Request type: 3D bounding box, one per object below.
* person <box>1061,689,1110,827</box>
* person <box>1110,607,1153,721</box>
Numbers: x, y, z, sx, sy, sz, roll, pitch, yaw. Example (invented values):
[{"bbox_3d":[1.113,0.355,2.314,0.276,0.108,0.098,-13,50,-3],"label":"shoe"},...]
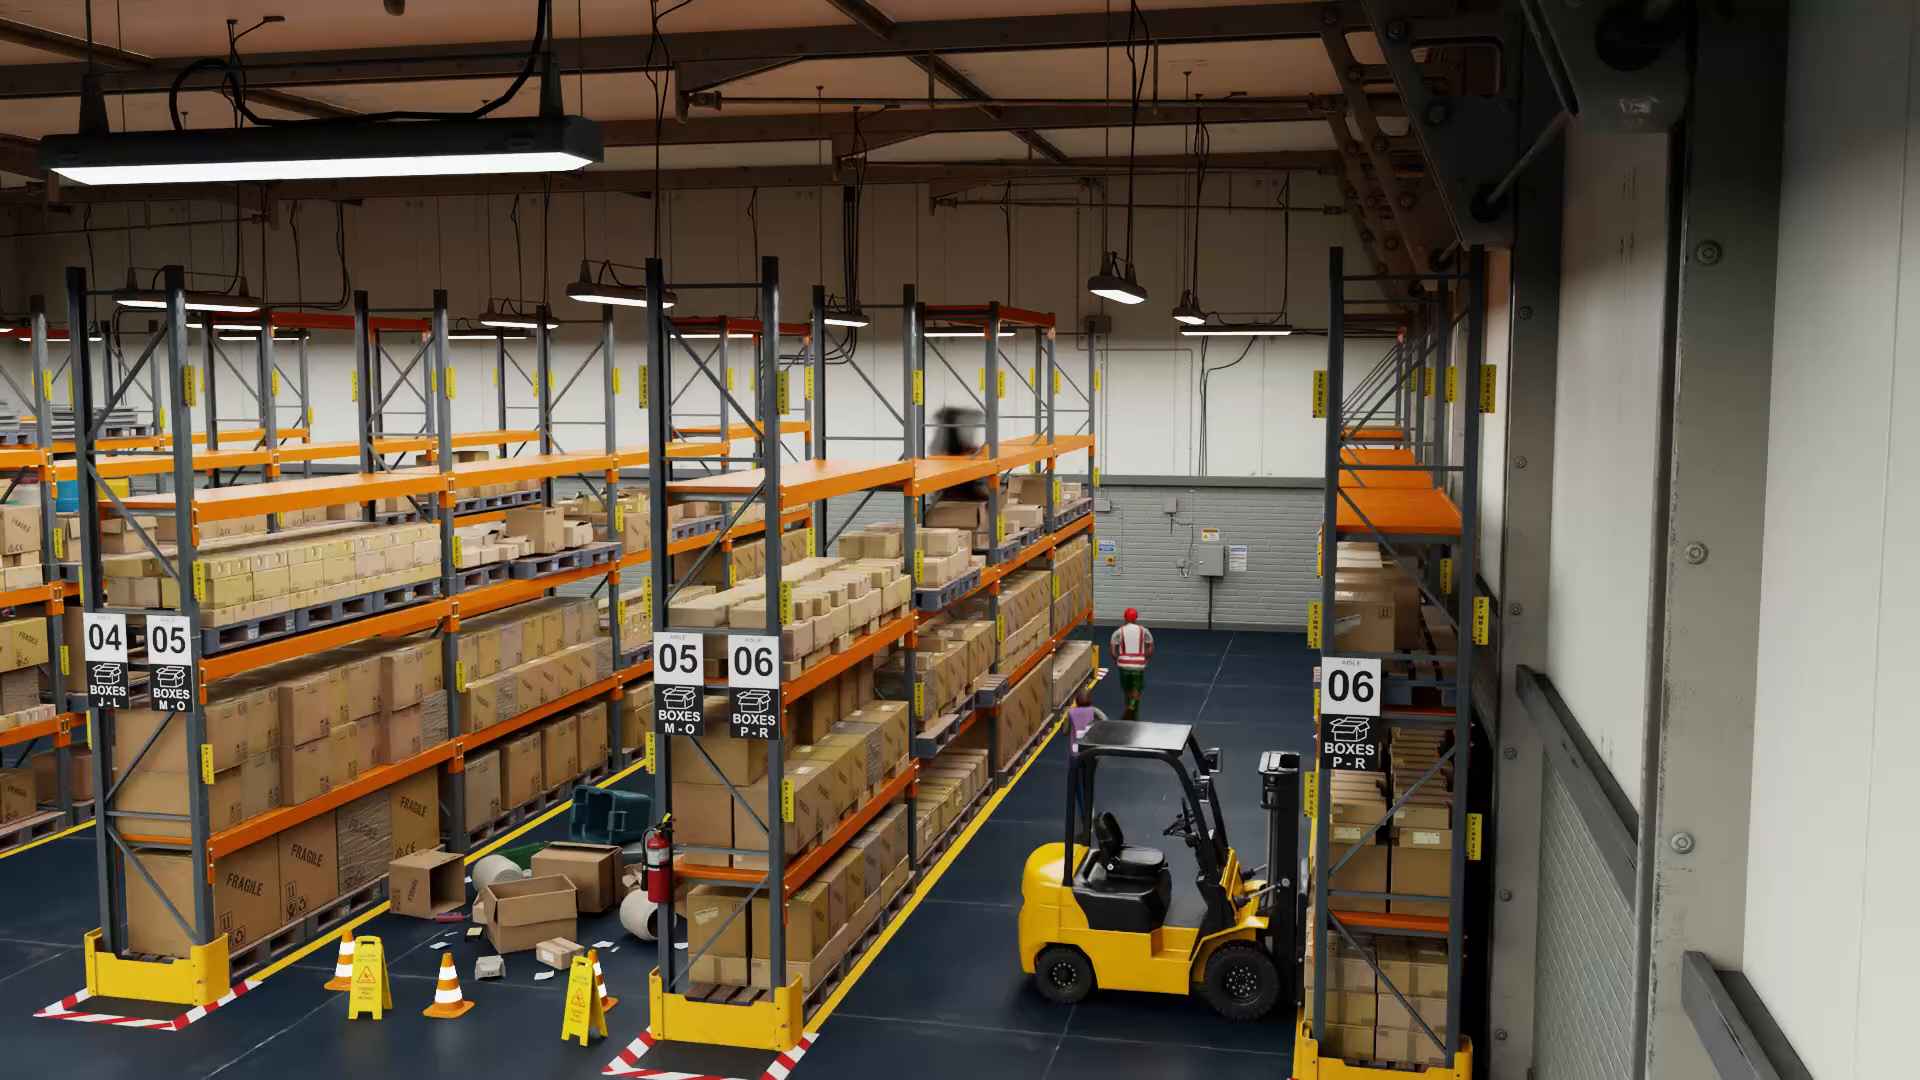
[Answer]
[{"bbox_3d":[1.429,2.471,18.937,0.532,1.525,0.806,0,6,-2],"label":"person"},{"bbox_3d":[2.500,1.864,24.242,0.627,1.736,0.629,1,6,7],"label":"person"}]
